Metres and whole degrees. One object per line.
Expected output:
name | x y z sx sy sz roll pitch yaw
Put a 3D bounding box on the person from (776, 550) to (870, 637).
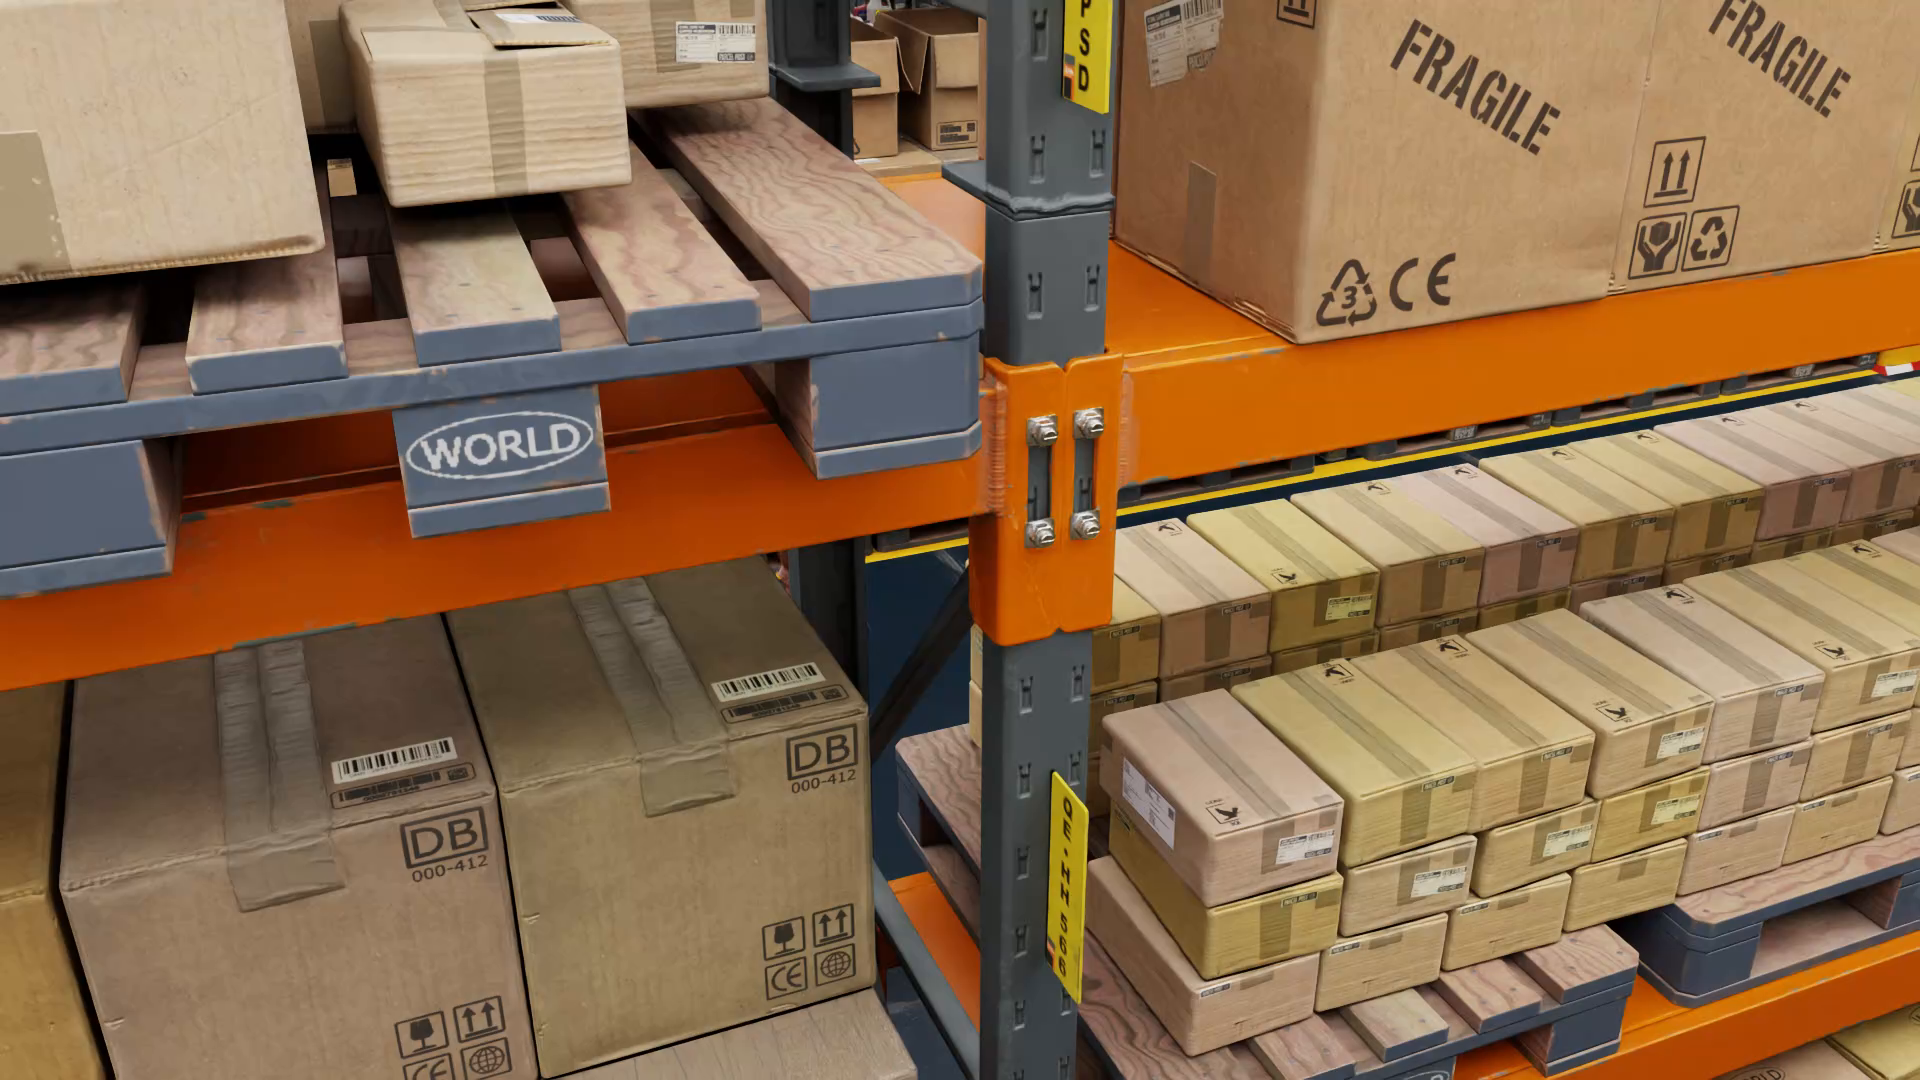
person | -0.402 0.644 4.827 0.308 1.594 0.406 -10 28 -19
